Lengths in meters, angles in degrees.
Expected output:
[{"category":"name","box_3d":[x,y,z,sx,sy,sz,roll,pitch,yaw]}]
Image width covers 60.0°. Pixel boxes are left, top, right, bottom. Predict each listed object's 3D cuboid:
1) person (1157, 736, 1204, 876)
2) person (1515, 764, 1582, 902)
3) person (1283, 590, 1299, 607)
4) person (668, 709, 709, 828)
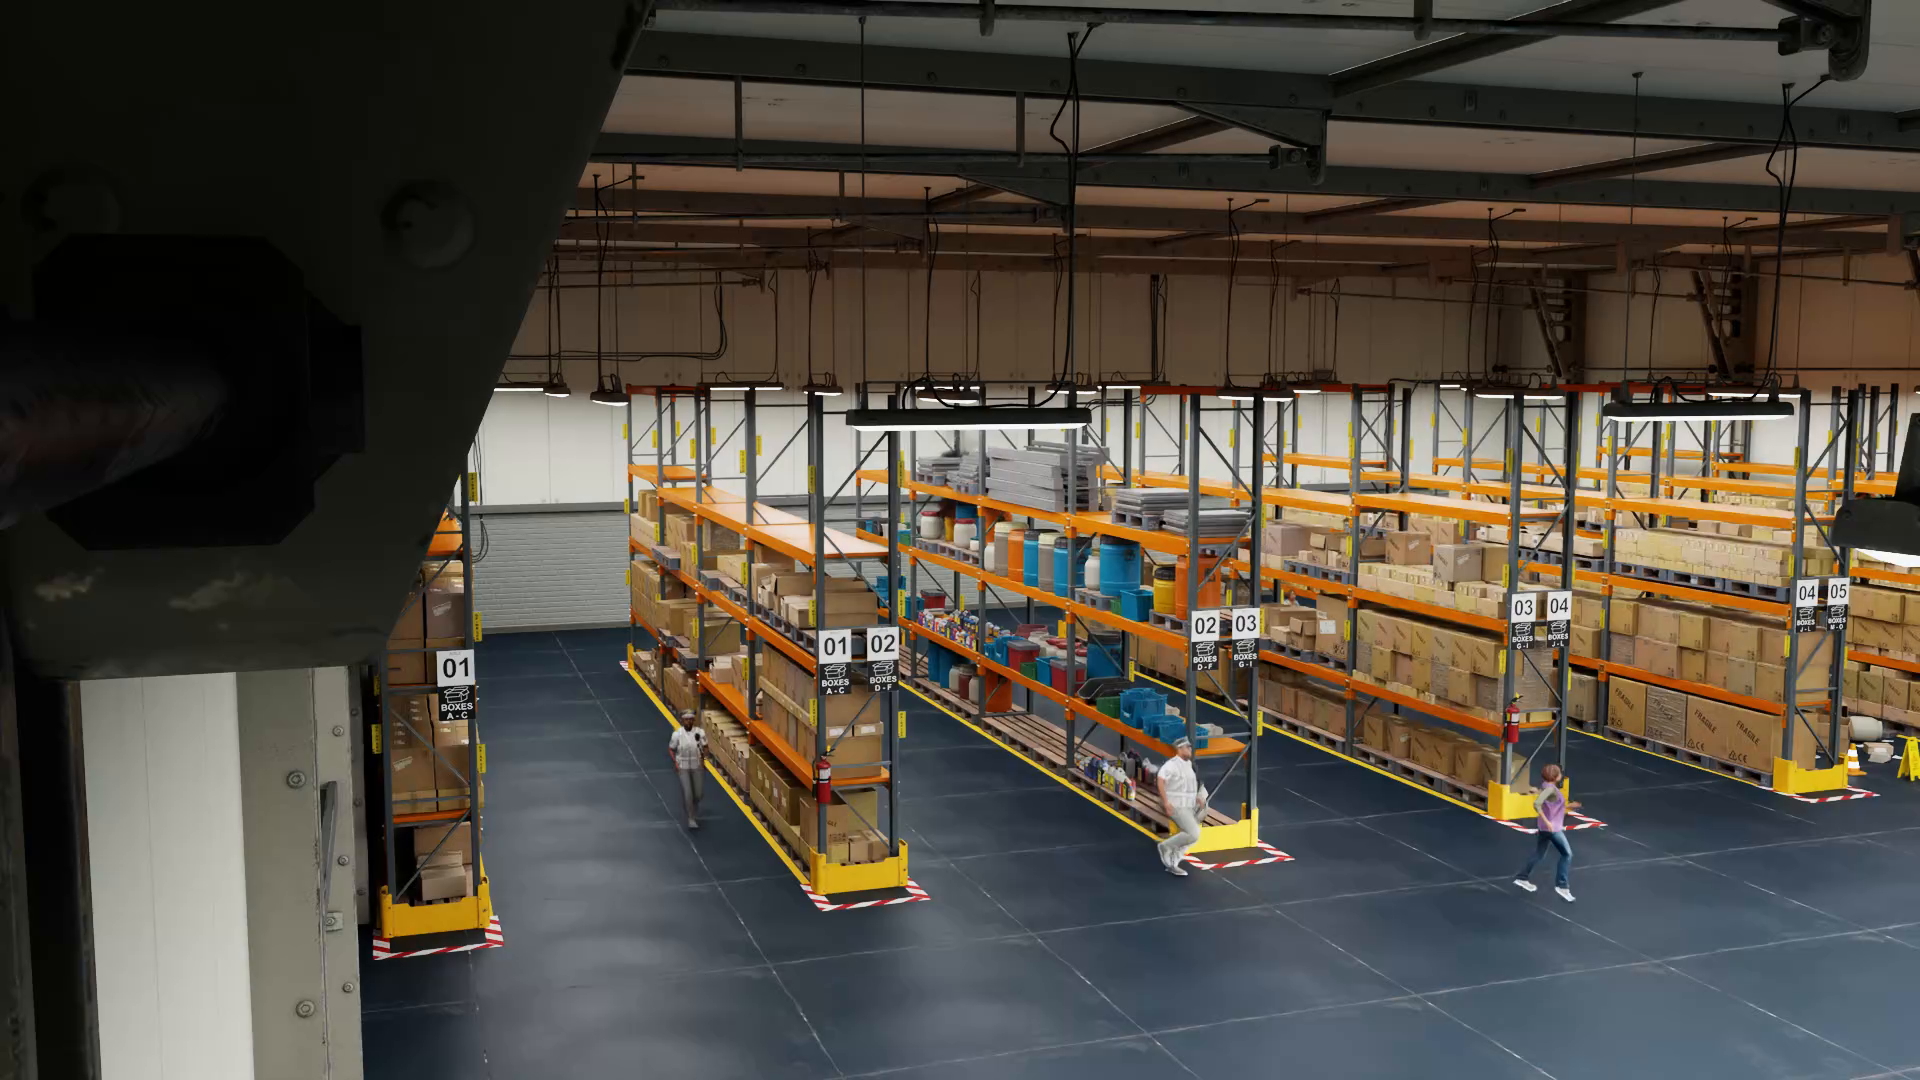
[{"category":"person","box_3d":[2.825,3.323,20.922,0.539,1.707,0.700,3,7,30]},{"category":"person","box_3d":[7.031,3.485,19.857,0.730,1.643,0.509,1,6,7]},{"category":"person","box_3d":[7.163,1.855,35.973,0.542,1.558,0.539,-2,6,-17]},{"category":"person","box_3d":[-3.753,3.139,23.020,0.562,1.643,0.581,-2,6,-15]}]
